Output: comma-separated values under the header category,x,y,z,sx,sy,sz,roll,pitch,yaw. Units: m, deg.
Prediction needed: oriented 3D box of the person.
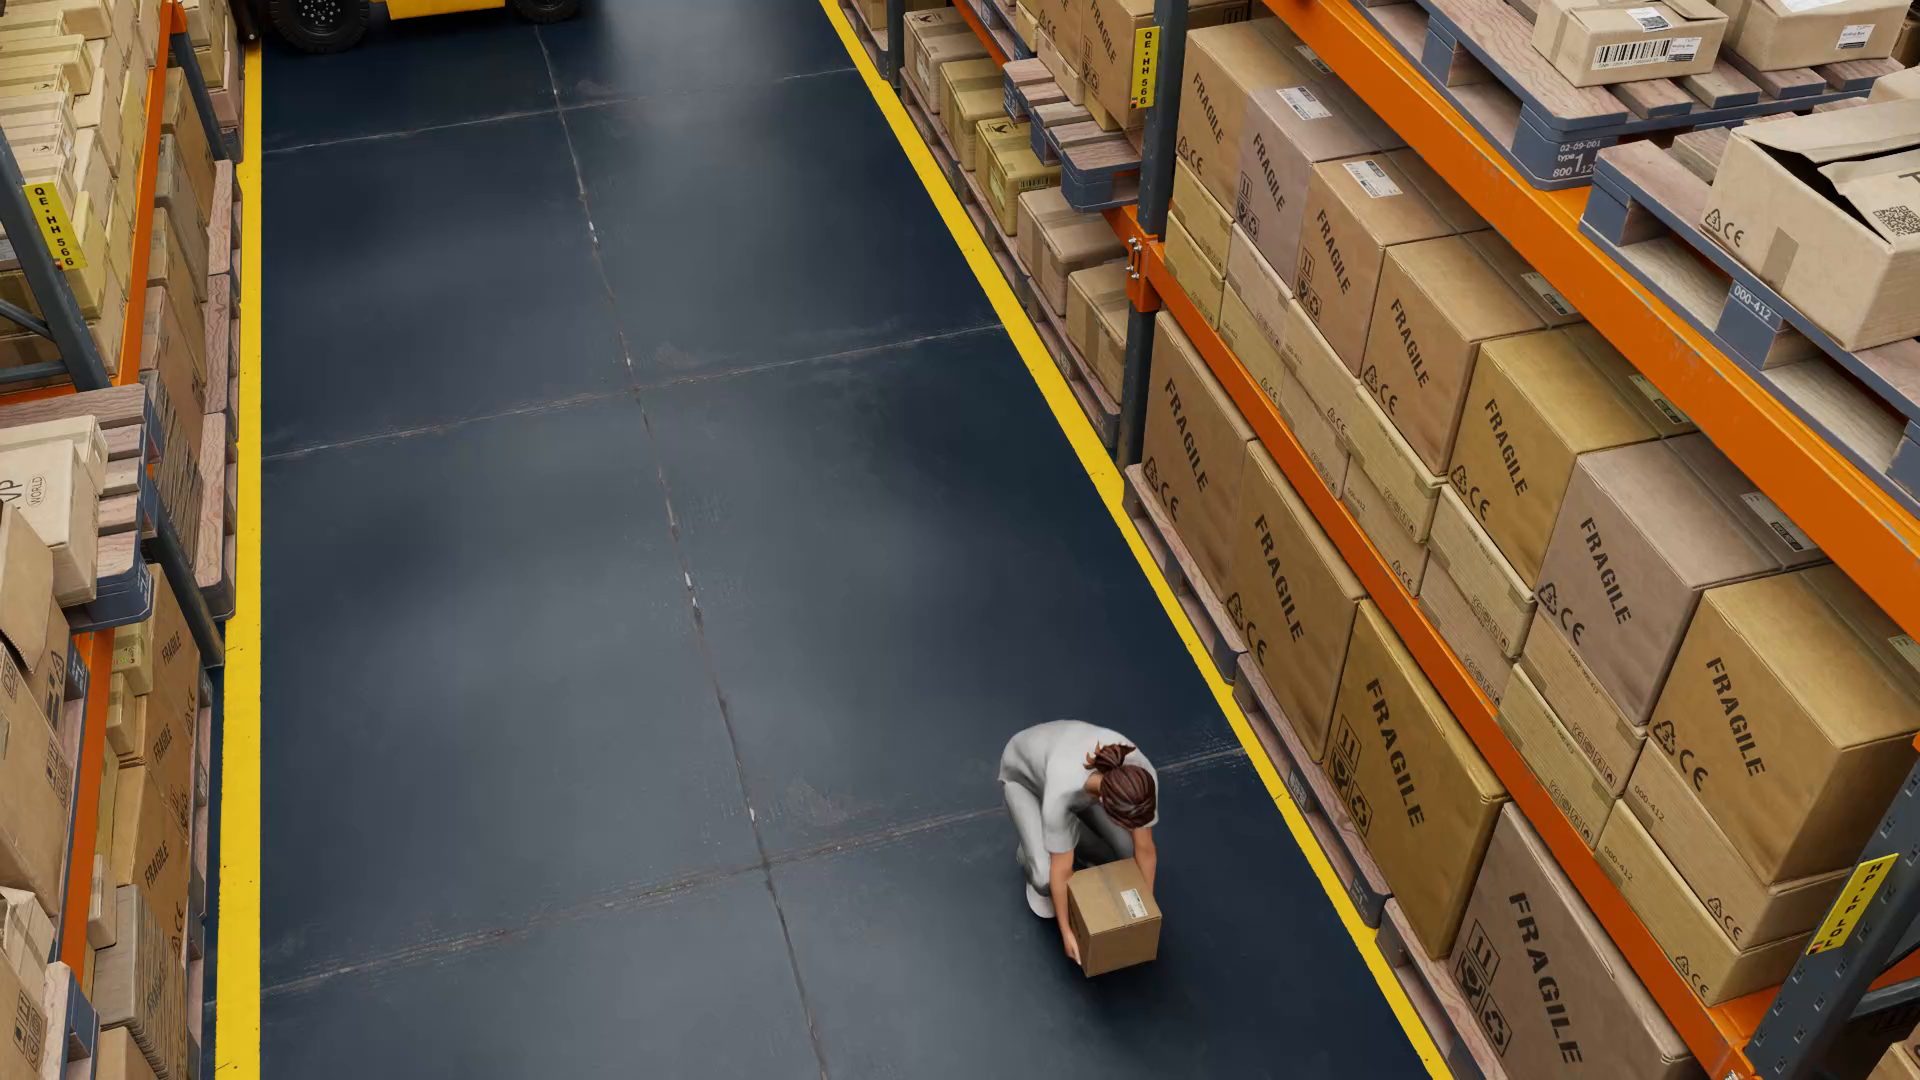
category,x,y,z,sx,sy,sz,roll,pitch,yaw
person,0.421,0.942,5.673,0.455,0.953,0.810,-13,44,-14
